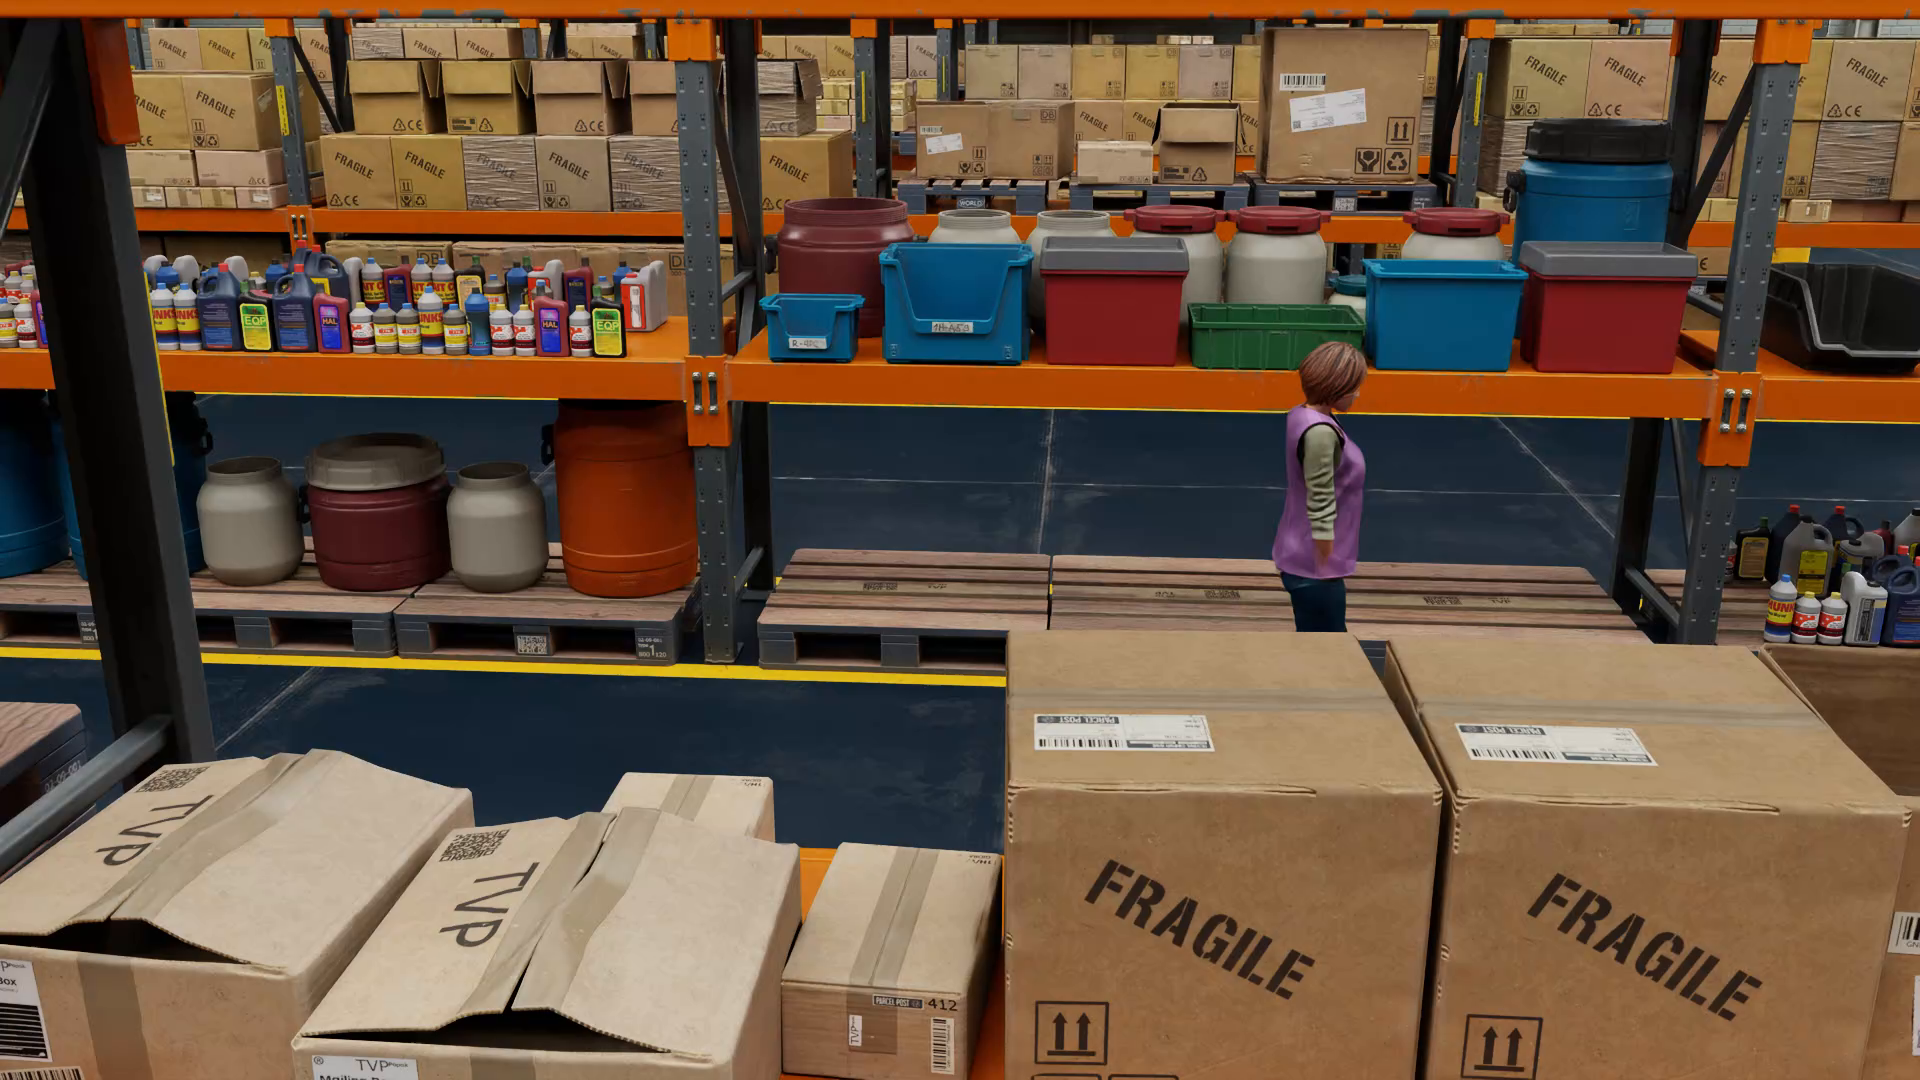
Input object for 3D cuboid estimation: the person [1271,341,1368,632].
[{"bbox_3d":[1.235,0.093,5.794,0.299,1.595,0.408,2,18,5],"label":"person"}]
